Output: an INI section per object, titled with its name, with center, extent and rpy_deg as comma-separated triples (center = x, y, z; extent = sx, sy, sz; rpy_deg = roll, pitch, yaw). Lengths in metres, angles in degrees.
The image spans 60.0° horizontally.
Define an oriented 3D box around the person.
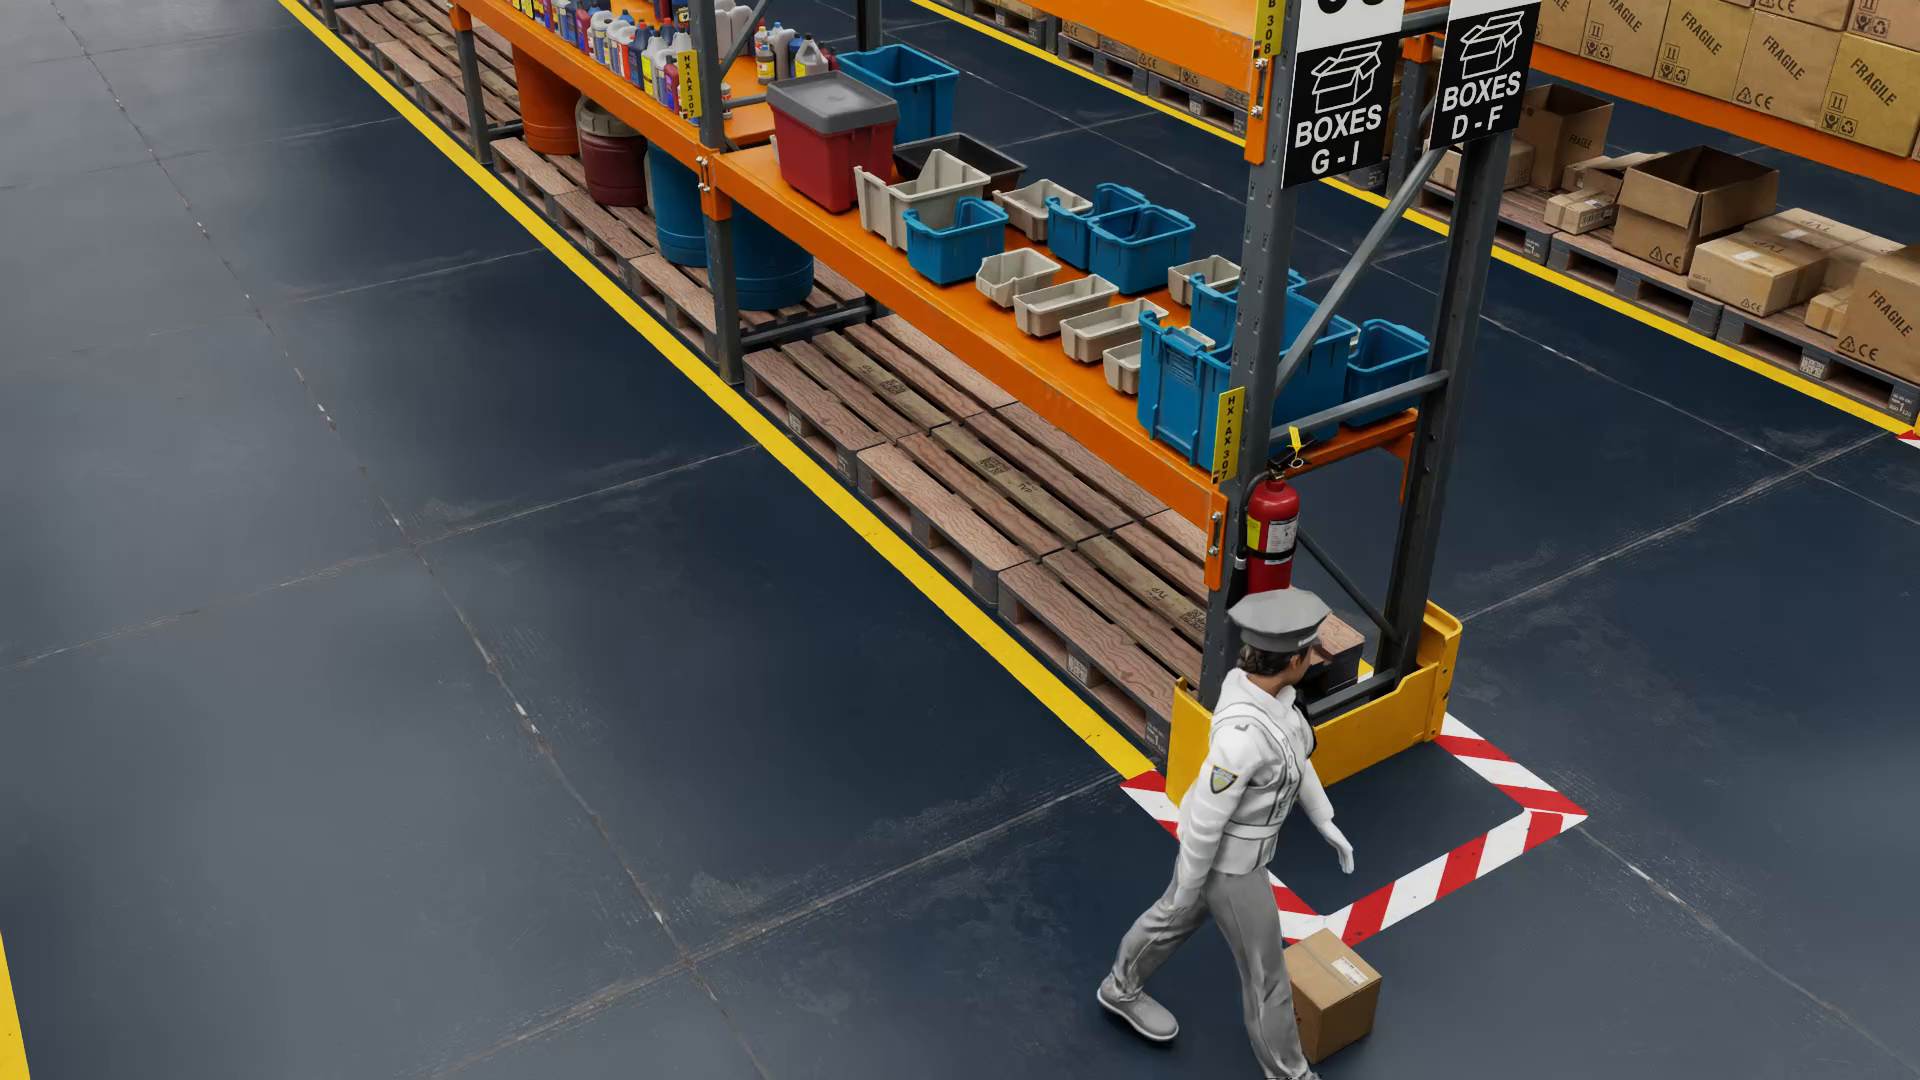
[person]
center = 0.844, 0.889, 4.757
extent = 0.870, 1.618, 0.506
rpy_deg = 9, 34, 13
